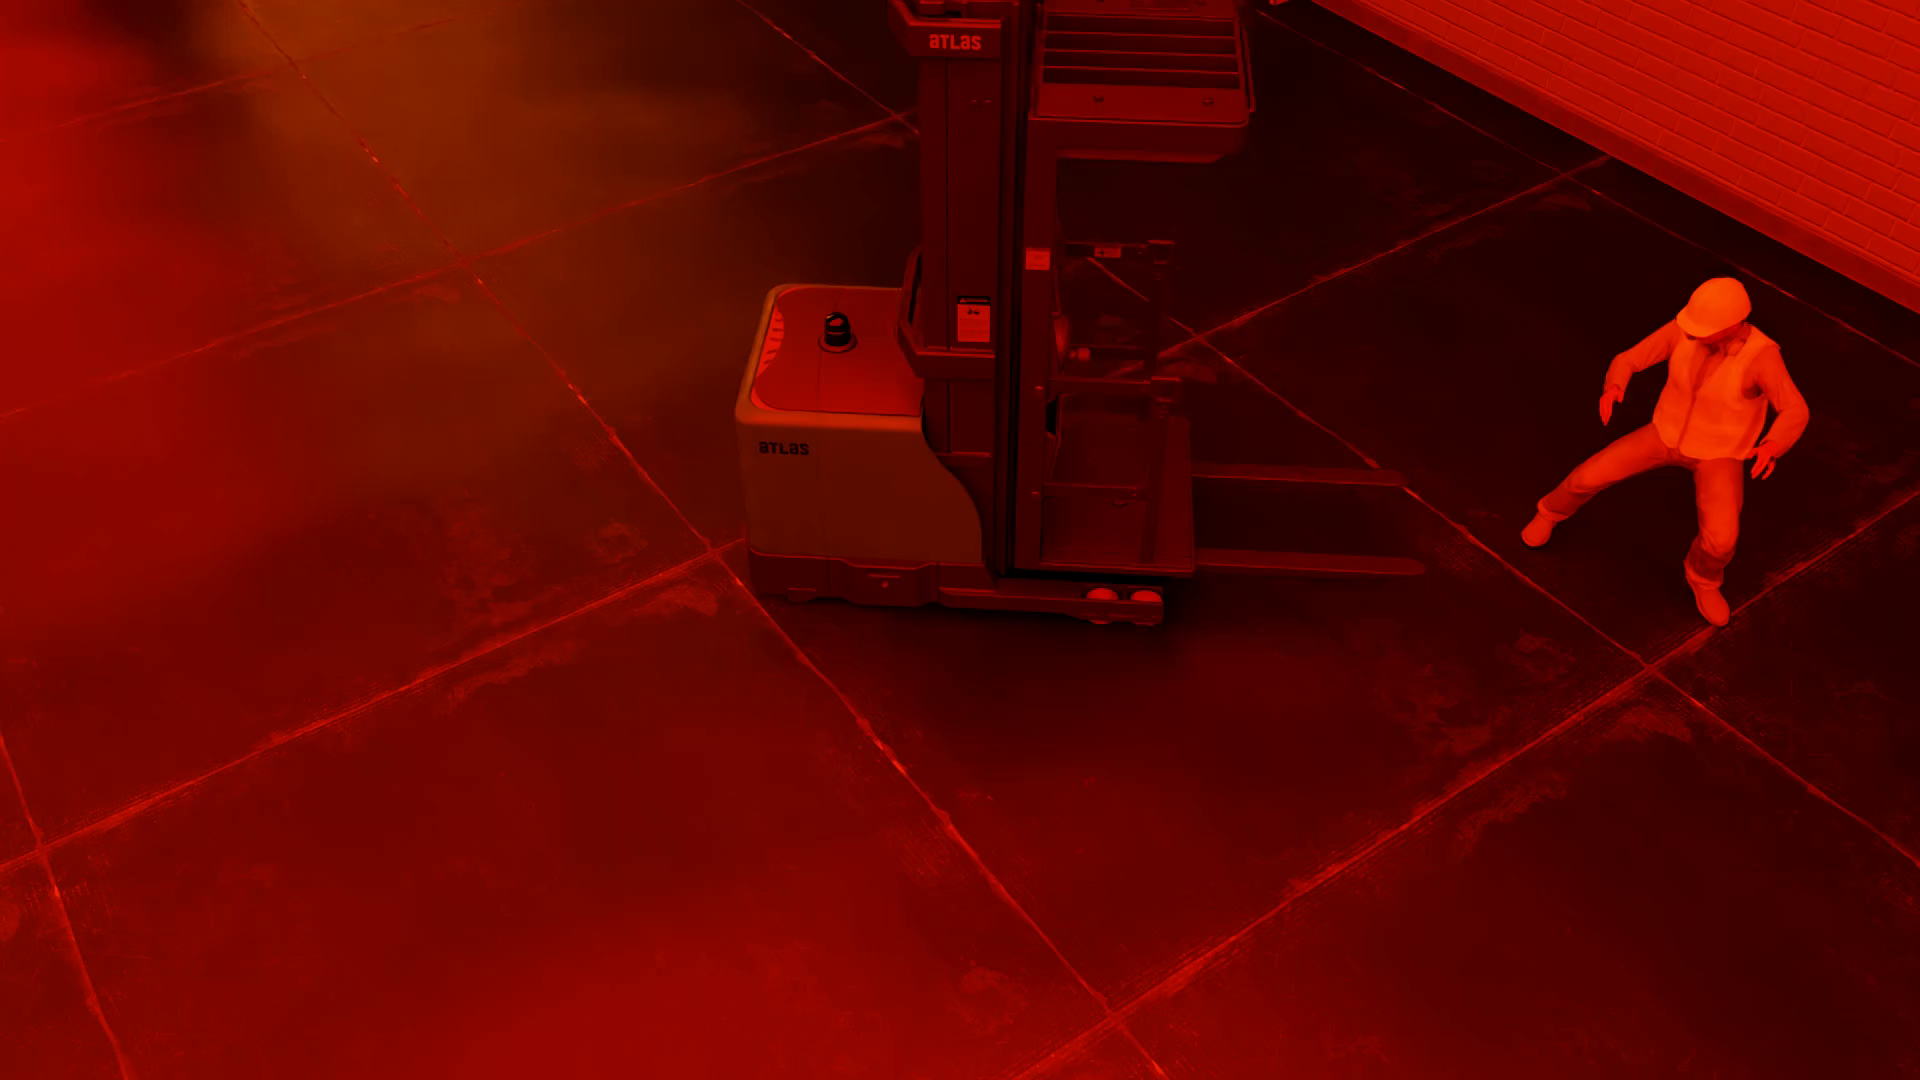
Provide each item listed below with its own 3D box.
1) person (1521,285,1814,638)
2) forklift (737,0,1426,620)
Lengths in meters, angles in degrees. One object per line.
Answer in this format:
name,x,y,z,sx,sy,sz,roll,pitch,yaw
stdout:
person,3.134,-0.395,7.172,0.732,1.542,1.090,-24,48,-24
forklift,0.586,-1.085,6.893,3.031,2.935,1.130,1,43,1
